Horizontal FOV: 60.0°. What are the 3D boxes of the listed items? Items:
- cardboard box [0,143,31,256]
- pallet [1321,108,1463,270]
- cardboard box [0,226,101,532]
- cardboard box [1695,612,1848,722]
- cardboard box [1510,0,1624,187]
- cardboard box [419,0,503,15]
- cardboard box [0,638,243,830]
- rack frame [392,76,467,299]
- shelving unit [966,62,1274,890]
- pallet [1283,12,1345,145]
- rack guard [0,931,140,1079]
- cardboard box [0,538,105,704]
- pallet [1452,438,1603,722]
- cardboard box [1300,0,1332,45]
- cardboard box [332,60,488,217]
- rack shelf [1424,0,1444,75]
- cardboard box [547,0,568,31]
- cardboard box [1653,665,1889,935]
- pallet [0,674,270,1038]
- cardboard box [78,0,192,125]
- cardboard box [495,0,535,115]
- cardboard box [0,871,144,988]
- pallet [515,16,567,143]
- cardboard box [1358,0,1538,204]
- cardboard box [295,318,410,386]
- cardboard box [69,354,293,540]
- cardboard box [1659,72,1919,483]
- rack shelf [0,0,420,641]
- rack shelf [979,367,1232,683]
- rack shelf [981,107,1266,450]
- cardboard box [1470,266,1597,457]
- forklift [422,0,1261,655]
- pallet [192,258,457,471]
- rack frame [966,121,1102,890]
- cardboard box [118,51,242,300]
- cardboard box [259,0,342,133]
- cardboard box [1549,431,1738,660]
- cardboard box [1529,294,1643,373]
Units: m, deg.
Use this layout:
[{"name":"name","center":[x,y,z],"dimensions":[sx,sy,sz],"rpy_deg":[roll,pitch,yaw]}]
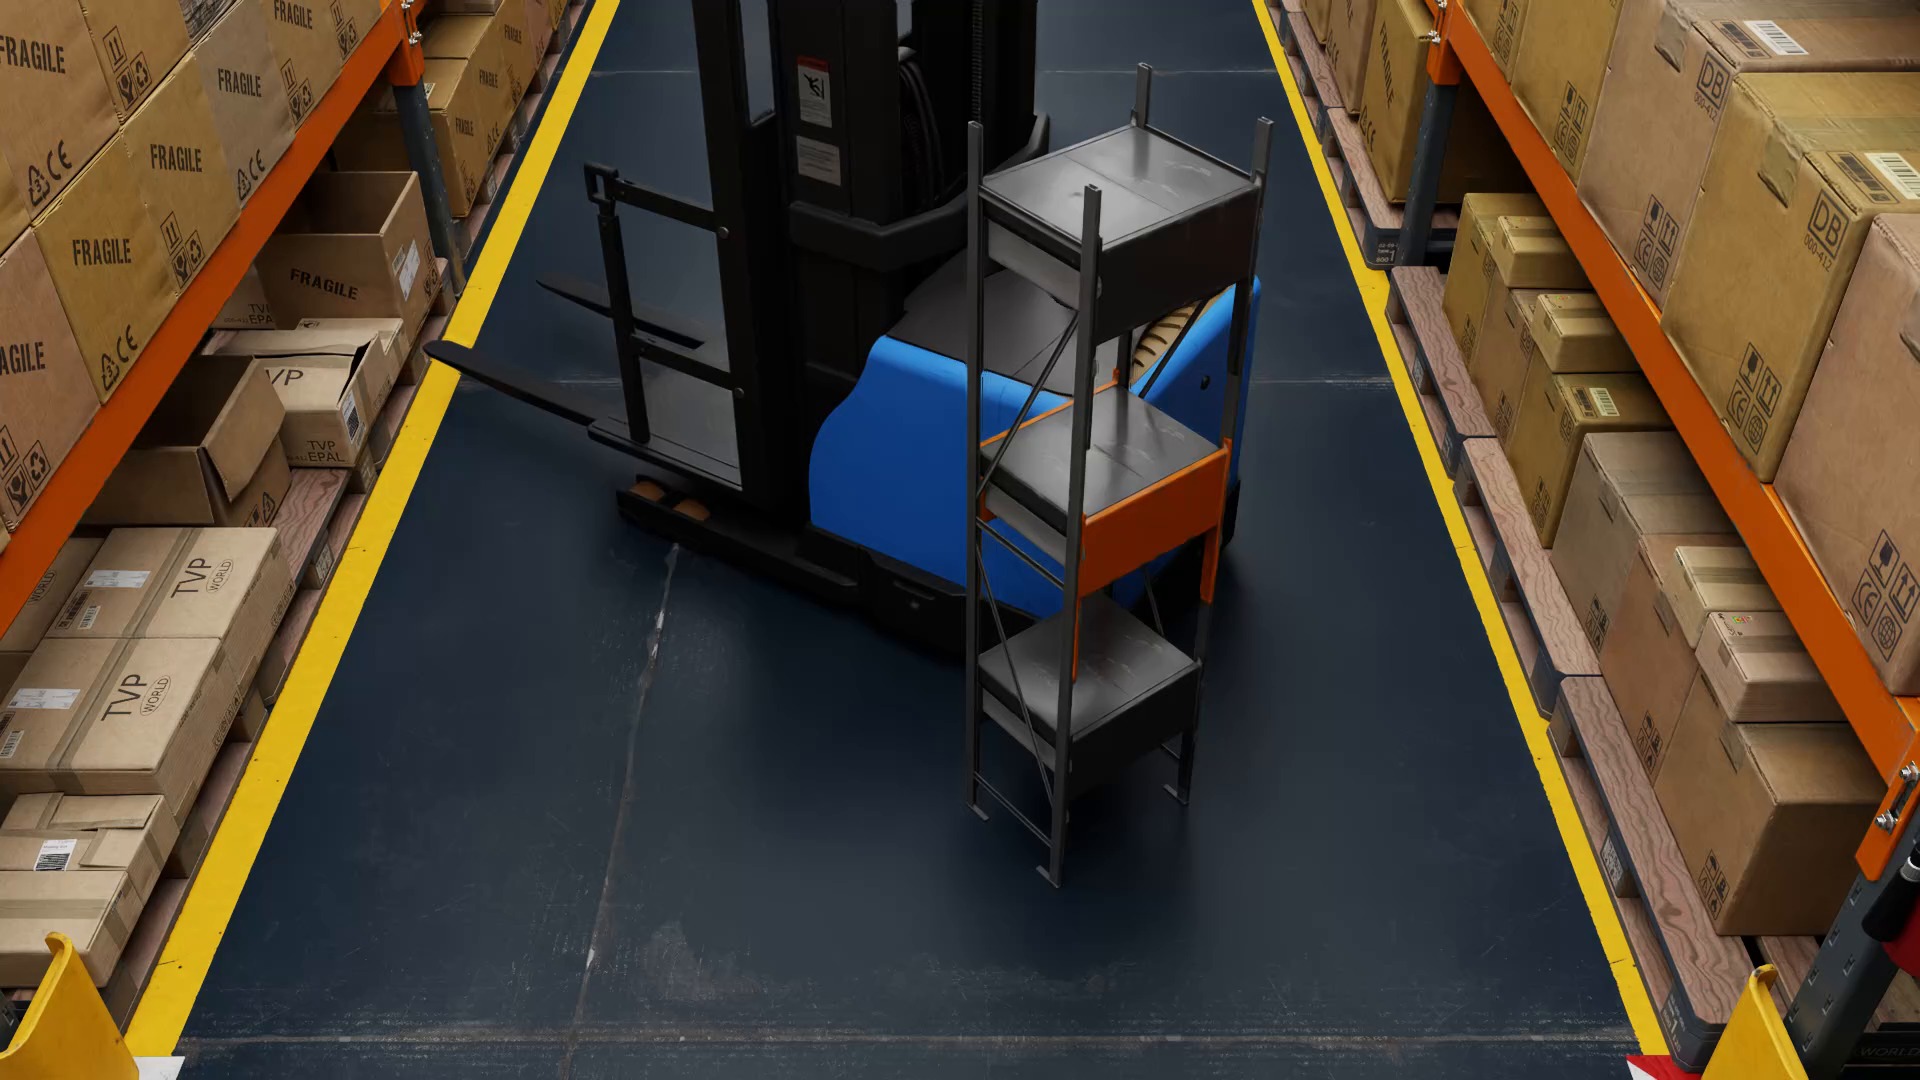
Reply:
[{"name":"cardboard box","center":[-2.351,-0.757,3.417],"dimensions":[0.500,0.500,0.500],"rpy_deg":[0,39,0]},{"name":"pallet","center":[2.267,-1.625,7.609],"dimensions":[1.003,0.211,1.213],"rpy_deg":[0,39,0]},{"name":"cardboard box","center":[-2.348,-0.363,3.724],"dimensions":[0.500,0.500,0.500],"rpy_deg":[0,39,0]},{"name":"cardboard box","center":[2.065,0.311,4.108],"dimensions":[0.380,0.149,0.250],"rpy_deg":[0,39,-1]},{"name":"cardboard box","center":[2.323,-1.552,5.049],"dimensions":[0.980,0.700,0.700],"rpy_deg":[-1,39,-1]},{"name":"cardboard box","center":[-2.368,-2.642,7.696],"dimensions":[0.500,0.250,0.500],"rpy_deg":[0,39,0]},{"name":"cardboard box","center":[-2.323,0.525,4.544],"dimensions":[0.500,0.250,0.500],"rpy_deg":[0,39,0]},{"name":"rack frame","center":[-2.610,-2.225,6.128],"dimensions":[1.000,3.000,0.127],"rpy_deg":[0,39,0]},{"name":"shelving unit","center":[0.337,-0.056,4.141],"dimensions":[0.503,2.100,0.431],"rpy_deg":[-27,46,-29]},{"name":"pallet","center":[2.263,-2.390,8.564],"dimensions":[1.003,0.211,1.213],"rpy_deg":[0,39,0]},{"name":"rack guard","center":[-2.606,1.204,3.847],"dimensions":[1.175,0.500,0.348],"rpy_deg":[0,39,0]},{"name":"cardboard box","center":[-2.824,0.244,4.894],"dimensions":[0.500,0.250,0.500],"rpy_deg":[0,39,0]},{"name":"pallet","center":[2.270,0.098,5.459],"dimensions":[1.003,0.211,1.213],"rpy_deg":[0,39,0]},{"name":"cardboard box","center":[2.203,-3.050,8.540],"dimensions":[0.750,0.750,0.750],"rpy_deg":[0,39,0]},{"name":"cardboard box","center":[-2.367,-1.724,7.150],"dimensions":[0.500,0.500,0.500],"rpy_deg":[-2,39,-2]},{"name":"rack shelf","center":[2.341,-3.201,7.921],"dimensions":[1.077,0.370,4.000],"rpy_deg":[0,39,0]},{"name":"cardboard box","center":[-2.379,-3.014,8.760],"dimensions":[0.500,0.500,0.500],"rpy_deg":[-1,39,-2]},{"name":"cardboard box","center":[2.247,0.644,4.210],"dimensions":[0.700,0.500,0.500],"rpy_deg":[0,39,0]},{"name":"pallet","center":[-2.608,0.819,4.560],"dimensions":[1.003,0.211,1.213],"rpy_deg":[0,39,0]},{"name":"cardboard box","center":[-2.348,-1.388,4.204],"dimensions":[0.500,0.500,0.500],"rpy_deg":[0,39,0]},{"name":"cardboard box","center":[-2.372,-2.370,7.956],"dimensions":[0.500,0.500,0.500],"rpy_deg":[0,39,0]},{"name":"cardboard box","center":[-2.263,0.955,4.088],"dimensions":[0.380,0.149,0.250],"rpy_deg":[0,39,0]},{"name":"pallet","center":[-2.653,-2.410,8.589],"dimensions":[1.003,0.211,1.213],"rpy_deg":[0,39,0]},{"name":"cardboard box","center":[2.213,-1.962,7.183],"dimensions":[0.750,0.750,0.750],"rpy_deg":[0,39,0]},{"name":"cardboard box","center":[-2.266,-0.694,6.145],"dimensions":[0.380,0.149,0.250],"rpy_deg":[0,39,0]},{"name":"cardboard box","center":[-2.603,-0.248,5.305],"dimensions":[0.797,0.503,0.637],"rpy_deg":[0,39,0]},{"name":"cardboard box","center":[2.325,-0.620,3.886],"dimensions":[0.980,0.700,0.700],"rpy_deg":[0,39,0]},{"name":"rack shelf","center":[-2.608,-0.694,4.792],"dimensions":[1.077,0.370,4.000],"rpy_deg":[0,39,0]},{"name":"rack shelf","center":[0.337,-0.046,4.150],"dimensions":[0.480,0.518,0.431],"rpy_deg":[-27,46,-29]},{"name":"rack shelf","center":[0.337,-0.592,3.712],"dimensions":[0.480,0.518,0.431],"rpy_deg":[-27,46,-29]},{"name":"cardboard box","center":[2.239,-0.638,5.810],"dimensions":[0.700,0.500,0.500],"rpy_deg":[0,39,-1]},{"name":"forklift","center":[-0.585,-1.372,5.119],"dimensions":[3.031,2.935,1.130],"rpy_deg":[22,43,25]},{"name":"pallet","center":[-2.611,-0.707,6.464],"dimensions":[1.003,0.211,1.213],"rpy_deg":[0,39,0]},{"name":"rack frame","center":[0.147,0.039,4.022],"dimensions":[0.015,2.100,0.400],"rpy_deg":[-27,46,-29]},{"name":"cardboard box","center":[-2.345,-0.989,4.506],"dimensions":[0.500,0.500,0.500],"rpy_deg":[0,39,1]},{"name":"cardboard box","center":[-2.351,-1.629,5.304],"dimensions":[0.500,0.500,0.500],"rpy_deg":[1,39,1]},{"name":"cardboard box","center":[2.245,0.017,4.993],"dimensions":[0.700,0.500,0.500],"rpy_deg":[-1,39,-2]},{"name":"cardboard box","center":[2.060,-0.664,5.324],"dimensions":[0.380,0.149,0.250],"rpy_deg":[-1,39,-1]}]
